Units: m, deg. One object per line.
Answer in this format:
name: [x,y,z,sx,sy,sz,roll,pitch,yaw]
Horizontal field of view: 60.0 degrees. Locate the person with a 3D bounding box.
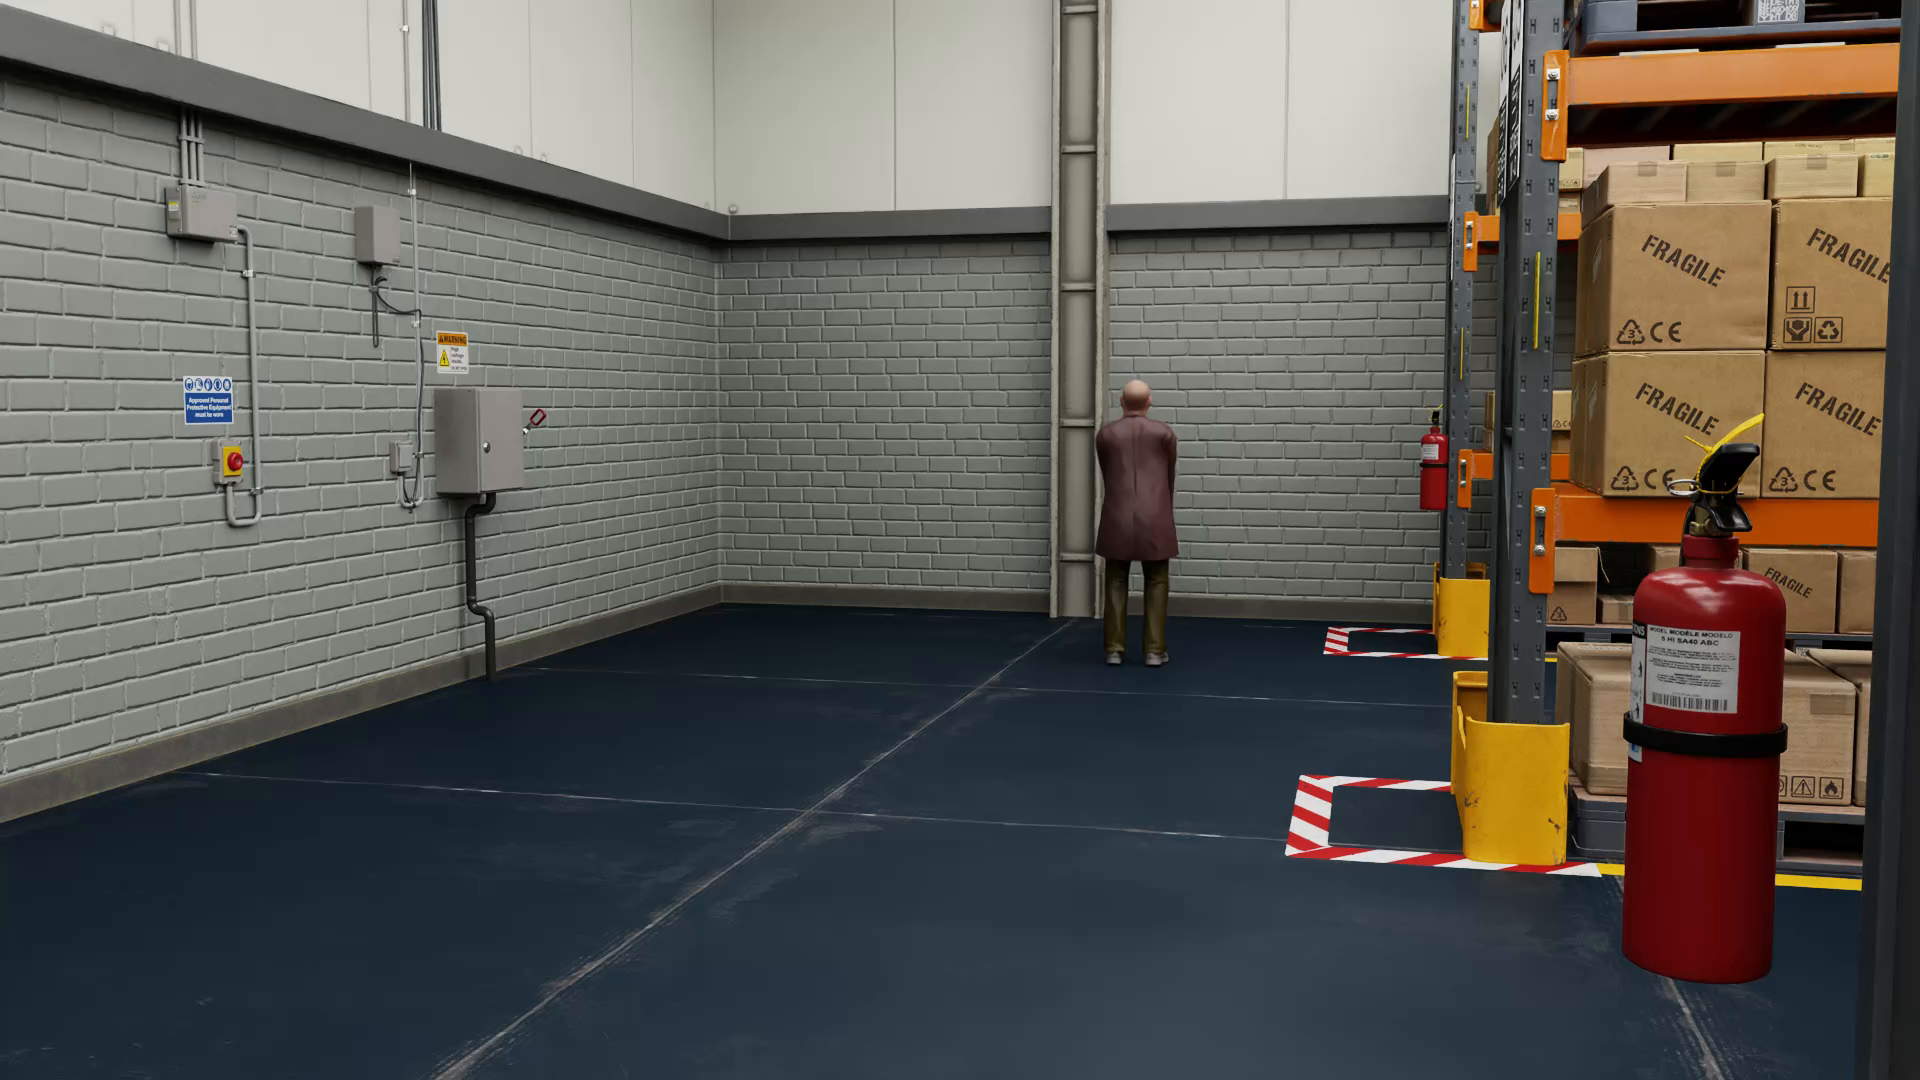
person: [1.120,-0.118,10.443,0.528,1.776,0.575,1,5,13]
